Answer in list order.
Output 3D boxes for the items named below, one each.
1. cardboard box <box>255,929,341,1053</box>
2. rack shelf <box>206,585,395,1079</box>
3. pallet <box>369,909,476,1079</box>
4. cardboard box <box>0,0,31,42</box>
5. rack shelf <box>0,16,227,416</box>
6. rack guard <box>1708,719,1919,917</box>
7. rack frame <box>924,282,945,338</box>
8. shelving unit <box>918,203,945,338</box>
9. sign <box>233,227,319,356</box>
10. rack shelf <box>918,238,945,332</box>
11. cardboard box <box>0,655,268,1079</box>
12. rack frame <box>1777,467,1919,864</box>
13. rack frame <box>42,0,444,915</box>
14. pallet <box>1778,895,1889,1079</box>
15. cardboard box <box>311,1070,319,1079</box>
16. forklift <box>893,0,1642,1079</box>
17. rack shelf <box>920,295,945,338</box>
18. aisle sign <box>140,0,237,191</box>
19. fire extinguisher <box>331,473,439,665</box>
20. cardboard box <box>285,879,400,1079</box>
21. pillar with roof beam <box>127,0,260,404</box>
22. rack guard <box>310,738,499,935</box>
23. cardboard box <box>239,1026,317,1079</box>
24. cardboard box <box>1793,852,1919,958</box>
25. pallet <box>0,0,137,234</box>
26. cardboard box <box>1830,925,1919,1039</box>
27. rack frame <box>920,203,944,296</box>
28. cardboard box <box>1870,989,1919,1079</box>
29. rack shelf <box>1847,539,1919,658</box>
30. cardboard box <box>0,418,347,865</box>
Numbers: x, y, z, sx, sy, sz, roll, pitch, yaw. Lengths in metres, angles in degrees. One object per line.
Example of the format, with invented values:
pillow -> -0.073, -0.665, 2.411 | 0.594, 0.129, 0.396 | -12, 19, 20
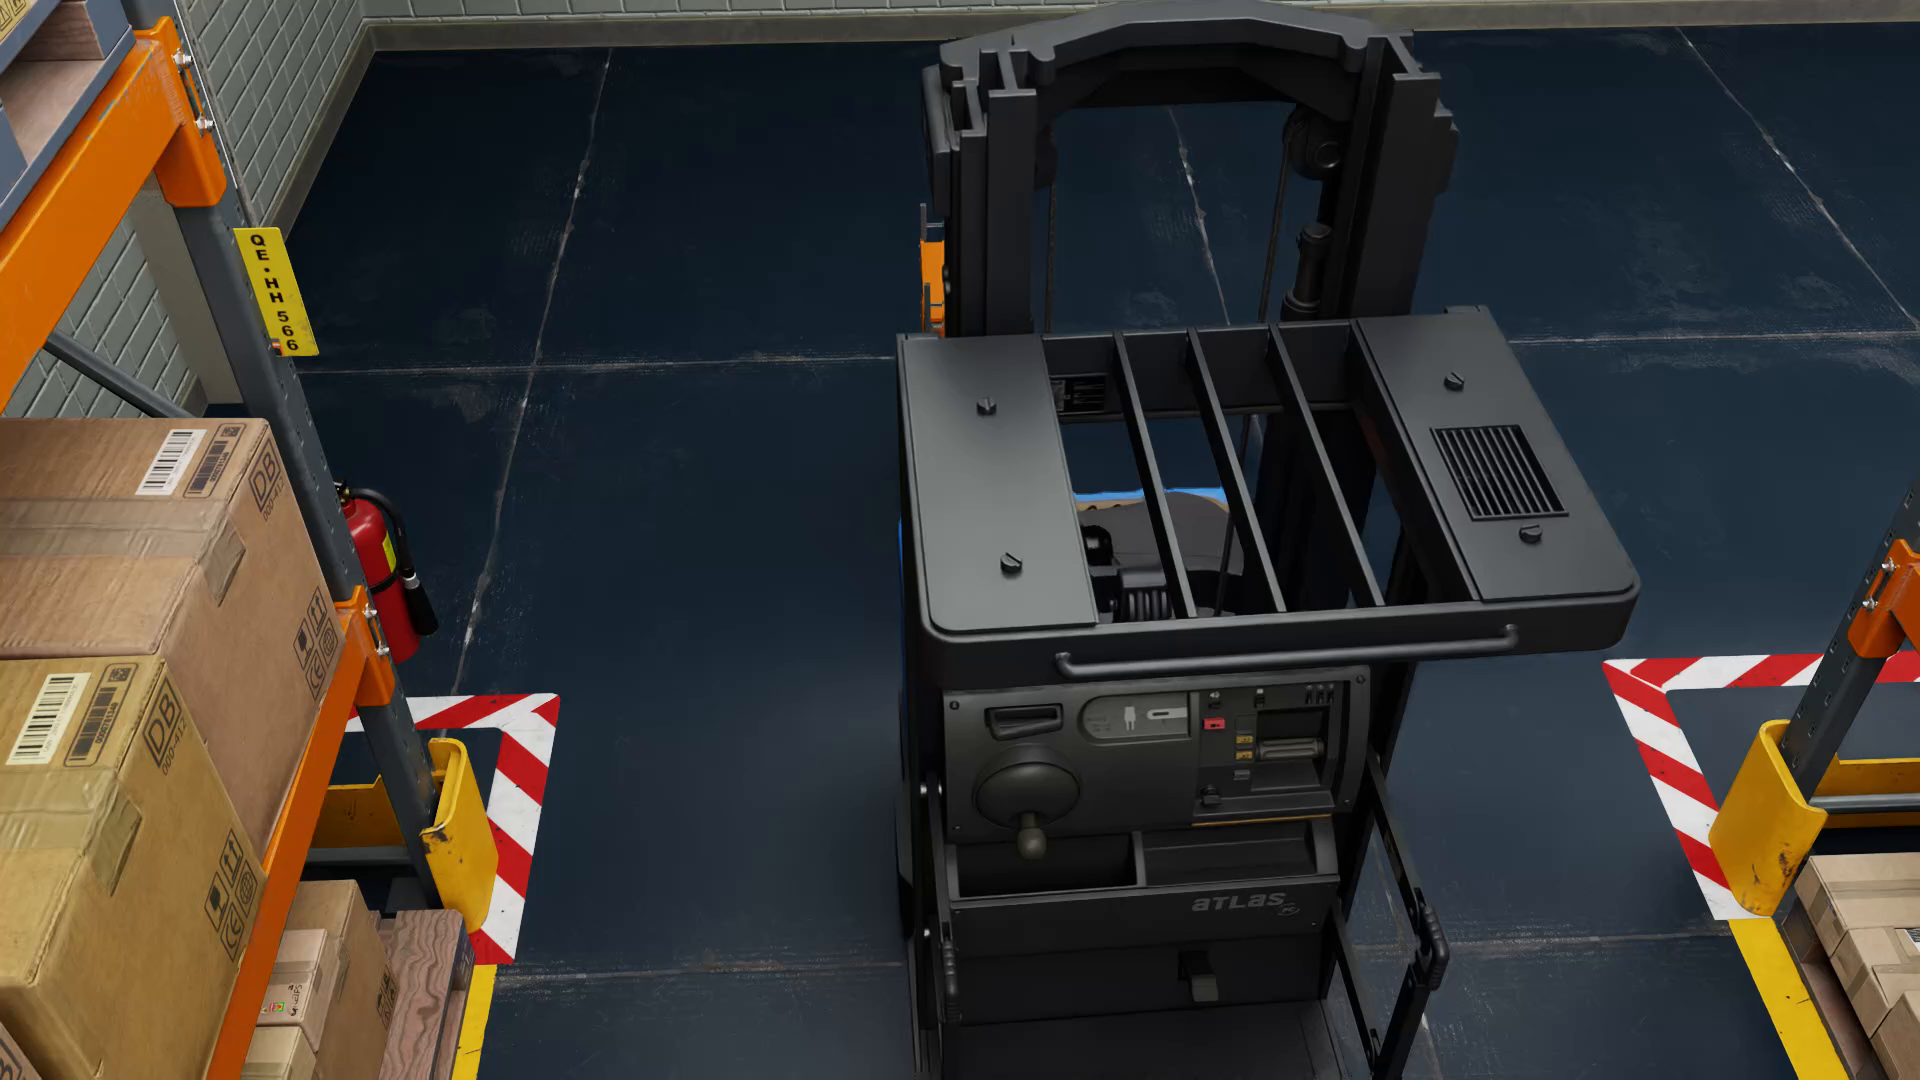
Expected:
cardboard box -> -1.696, 1.070, 3.922 | 0.380, 0.149, 0.250 | -2, 43, -2
rack shelf -> -1.928, 1.607, 2.810 | 1.077, 0.370, 4.000 | -2, 43, -2
pallet -> -1.901, 1.557, 4.396 | 1.003, 0.211, 1.213 | -2, 43, -2
cardboard box -> -1.717, -0.764, 2.370 | 0.500, 0.250, 0.500 | 0, 43, 0
rack shelf -> -1.928, 0.501, 1.796 | 1.077, 0.370, 4.000 | -2, 43, -2
rack guard -> 2.939, 0.819, 4.986 | 1.175, 0.500, 0.348 | -2, 43, -2
rack frame -> 0.003, -0.389, 5.787 | 0.240, 1.200, 0.015 | -2, 43, -2
shelving unit -> -0.007, -0.554, 5.966 | 0.258, 1.200, 0.503 | -2, 43, -2
sign -> -1.471, -0.529, 3.575 | 0.100, 0.325, 0.005 | -2, 43, -2
rack shelf -> -0.007, -0.844, 5.701 | 0.258, 0.148, 0.480 | -2, 43, -2
cardboard box -> -1.940, 0.715, 3.028 | 0.980, 0.700, 0.700 | -2, 43, -2
rack frame -> 2.936, -0.154, 4.198 | 1.000, 3.000, 0.127 | -2, 43, -2
rack frame -> -2.013, -0.009, 4.040 | 1.000, 3.000, 0.127 | -2, 43, -2
pallet -> 2.974, 1.464, 4.497 | 1.003, 0.211, 1.213 | -2, 43, -2
cardboard box -> -1.862, 1.565, 3.862 | 0.700, 0.500, 0.500 | -2, 43, -2
forklift -> 0.449, 0.564, 3.466 | 1.130, 2.935, 3.031 | -3, 43, -4
rack shelf -> -0.007, -0.669, 5.861 | 0.258, 0.148, 0.480 | -2, 43, -2
aisle sign -> -1.717, -1.024, 3.224 | 0.394, 0.787, 0.004 | -2, 43, -2
fire extinguisher -> -1.559, 0.042, 4.317 | 0.296, 0.674, 0.183 | -2, 43, -2
cardboard box -> -1.884, 1.228, 4.230 | 0.700, 0.500, 0.500 | -2, 43, -2
pillar with roof beam -> 1.309, -4.142, 4.109 | 9.100, 9.000, 0.400 | -2, 43, -2
rack guard -> -2.014, 0.896, 4.902 | 1.175, 0.500, 0.348 | -2, 43, -2
cardboard box -> -1.685, 1.242, 3.734 | 0.380, 0.149, 0.250 | -1, 43, -1
cardboard box -> 2.610, 1.028, 4.693 | 0.380, 0.149, 0.250 | -2, 43, -2
pallet -> -1.971, -0.581, 2.510 | 1.003, 0.211, 1.213 | -2, 43, -2
cardboard box -> 2.621, 1.190, 4.503 | 0.380, 0.166, 0.250 | -2, 43, -2
rack frame -> -0.017, -0.719, 6.146 | 0.240, 1.200, 0.015 | -2, 43, -2
cardboard box -> 2.697, 1.411, 4.200 | 0.500, 0.250, 0.500 | -2, 43, -2
rack shelf -> 3.021, 1.462, 2.968 | 1.077, 0.370, 4.000 | -2, 43, -2
cardboard box -> -1.982, 0.225, 3.563 | 0.980, 0.700, 0.700 | 0, 43, 0
